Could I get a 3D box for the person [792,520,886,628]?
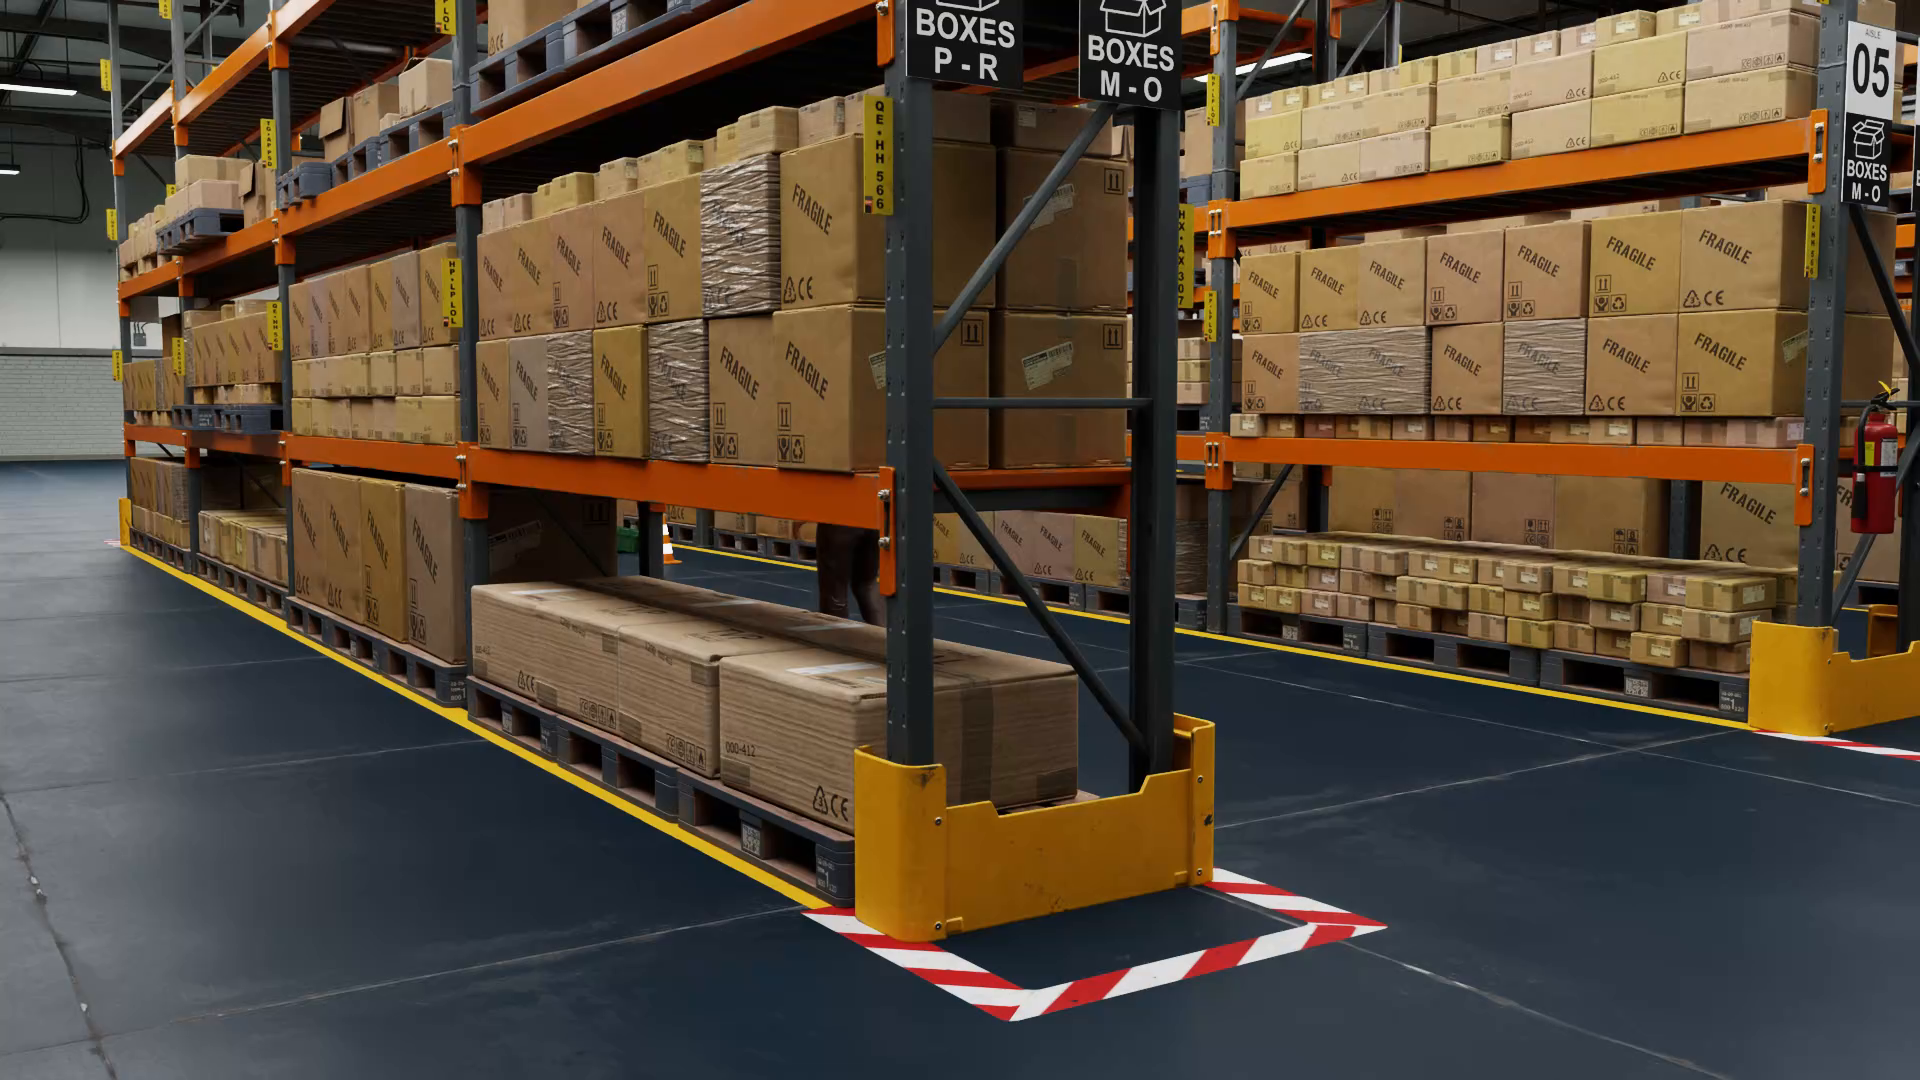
[{"bbox_3d":[-0.624,-0.085,8.996,0.562,1.744,0.516,-4,6,-39],"label":"person"}]
